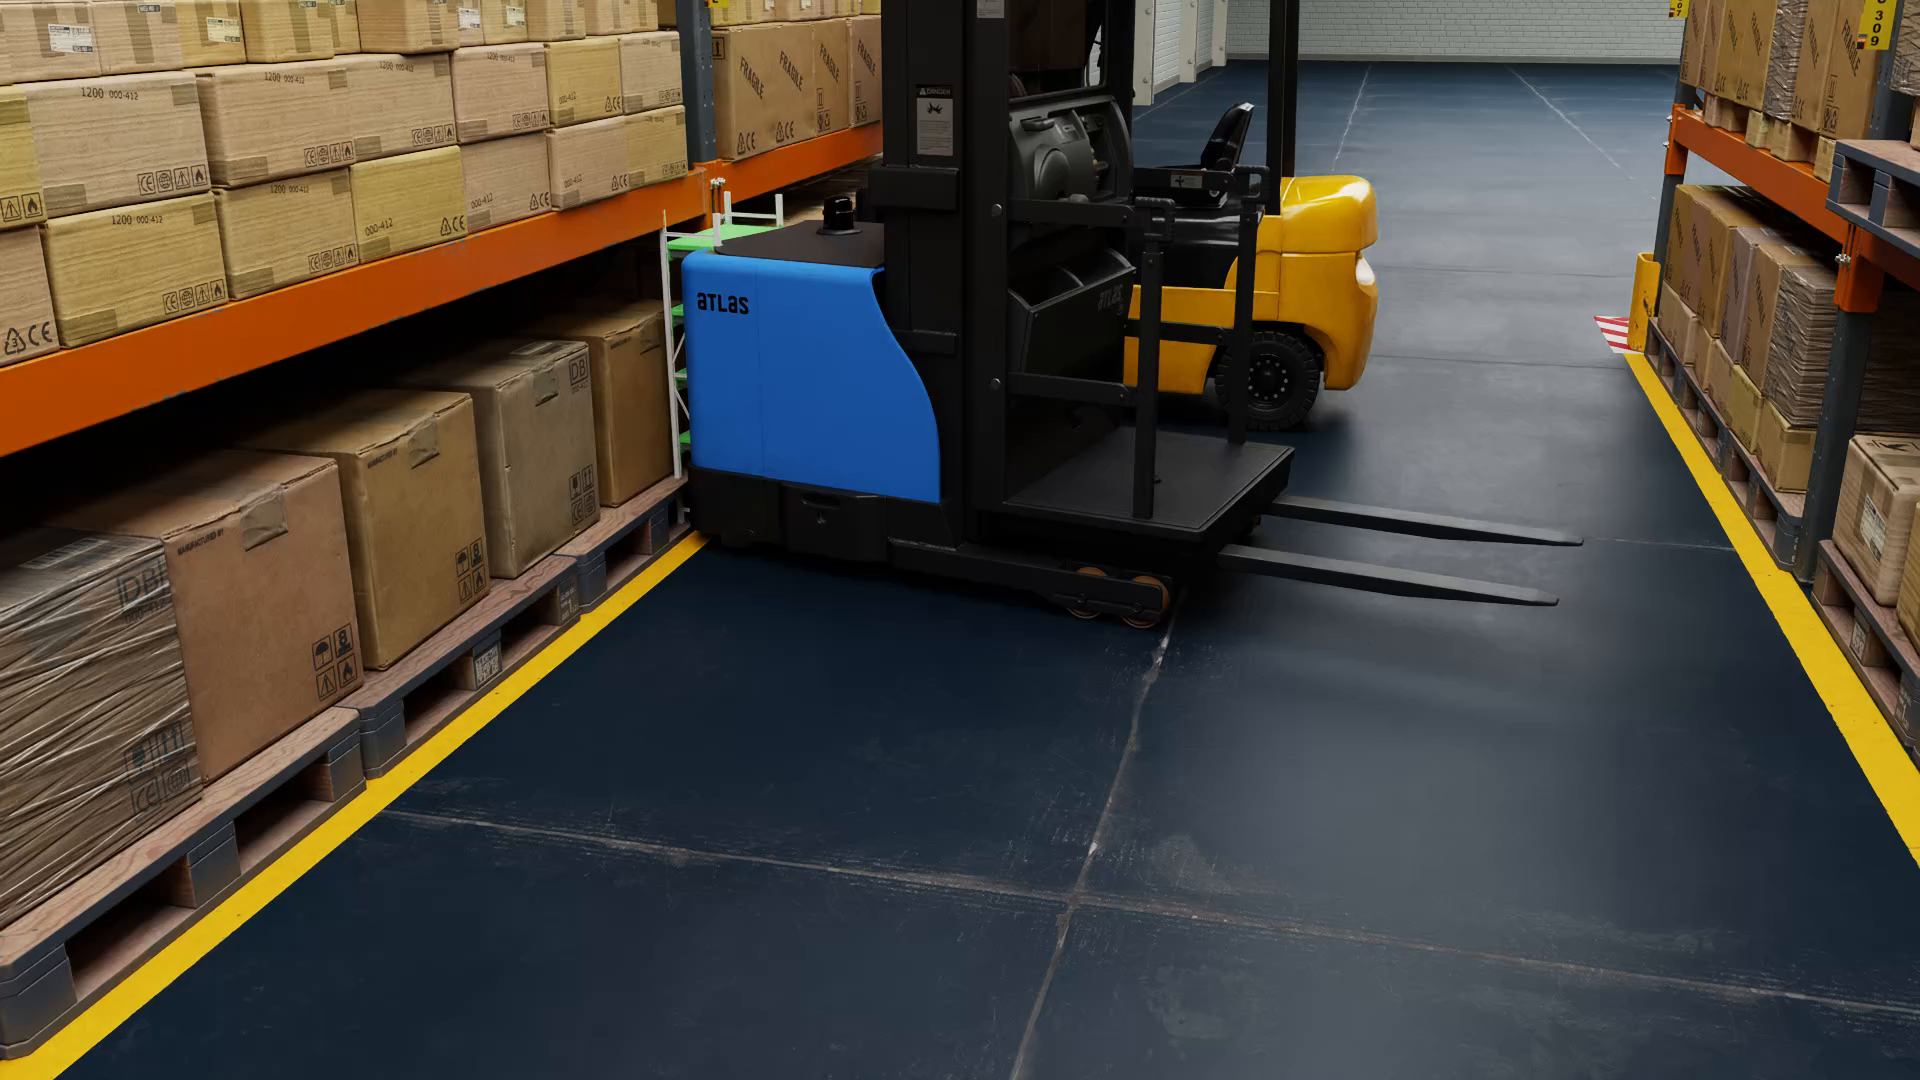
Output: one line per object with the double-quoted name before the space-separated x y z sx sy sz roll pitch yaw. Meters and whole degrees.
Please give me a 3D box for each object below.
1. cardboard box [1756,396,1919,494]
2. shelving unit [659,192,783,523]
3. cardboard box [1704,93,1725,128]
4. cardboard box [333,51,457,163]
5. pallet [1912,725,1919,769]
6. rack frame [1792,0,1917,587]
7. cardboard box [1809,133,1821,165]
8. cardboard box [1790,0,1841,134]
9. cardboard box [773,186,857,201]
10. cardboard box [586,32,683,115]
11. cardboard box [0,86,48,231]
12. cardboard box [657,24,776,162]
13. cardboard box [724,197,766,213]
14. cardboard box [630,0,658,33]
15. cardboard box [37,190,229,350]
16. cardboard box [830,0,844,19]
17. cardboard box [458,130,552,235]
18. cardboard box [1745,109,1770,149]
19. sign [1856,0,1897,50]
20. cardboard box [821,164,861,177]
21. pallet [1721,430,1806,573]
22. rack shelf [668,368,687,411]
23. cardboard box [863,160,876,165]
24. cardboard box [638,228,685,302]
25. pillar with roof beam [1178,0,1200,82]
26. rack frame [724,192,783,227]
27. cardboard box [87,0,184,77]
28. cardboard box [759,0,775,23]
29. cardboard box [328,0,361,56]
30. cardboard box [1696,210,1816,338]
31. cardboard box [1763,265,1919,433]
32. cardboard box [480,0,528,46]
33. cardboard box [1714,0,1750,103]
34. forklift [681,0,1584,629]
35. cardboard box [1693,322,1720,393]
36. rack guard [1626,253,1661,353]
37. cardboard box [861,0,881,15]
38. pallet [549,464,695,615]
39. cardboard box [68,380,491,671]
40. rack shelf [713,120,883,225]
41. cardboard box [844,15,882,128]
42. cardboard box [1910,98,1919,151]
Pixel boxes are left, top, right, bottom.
"cardboard box" 3.276 -0.347 6.166 0.500 0.250 0.500 6 20 16
"shelving unit" -0.867 -0.668 6.272 0.258 1.200 0.503 7 21 19
"cardboard box" 3.788 -2.054 7.950 0.380 0.149 0.250 5 19 14
"cardboard box" -1.685 -1.147 4.362 0.500 0.250 0.500 5 19 14
"pallet" 2.907 0.705 3.797 1.003 0.211 1.213 5 19 13
"rack frame" 3.392 -1.242 5.184 1.000 3.000 0.127 5 19 13
"cardboard box" 3.443 -1.480 6.267 0.380 0.149 0.250 4 19 13
"cardboard box" 3.379 -1.751 6.059 0.500 0.500 0.500 5 20 15
"cardboard box" -0.619 -1.611 8.321 0.500 0.250 0.500 4 19 12
"cardboard box" -1.294 -1.625 5.762 0.500 0.250 0.500 4 19 12
"cardboard box" -2.030 -0.663 2.946 0.500 0.250 0.500 5 19 13
"cardboard box" -1.060 -1.799 6.659 0.500 0.500 0.500 4 19 12
"cardboard box" -1.243 -1.491 7.969 0.500 0.250 0.500 5 19 14
"cardboard box" -1.290 -1.863 5.843 0.380 0.149 0.250 5 20 15
"cardboard box" -1.926 -0.586 3.493 0.500 0.250 0.500 4 19 12
"cardboard box" -0.748 -2.466 7.607 0.380 0.149 0.250 4 19 12
"cardboard box" -1.560 -1.072 4.919 0.500 0.250 0.500 5 19 14
"cardboard box" 3.539 -1.728 6.996 0.380 0.149 0.250 5 19 14
"sign" 2.864 -1.693 5.163 0.100 0.325 0.005 5 19 13
"cardboard box" -0.864 -1.965 9.358 0.500 0.250 0.500 5 19 13
"pallet" 3.522 -0.136 6.260 1.003 0.211 1.213 5 19 13
"rack shelf" -0.867 -0.608 6.294 0.258 0.148 0.480 7 21 19
"cardboard box" -0.255 -2.089 9.720 0.500 0.250 0.500 5 20 15
"cardboard box" -0.999 -1.131 6.915 0.500 0.250 0.500 4 19 13
"pillar with roof beam" 8.550 -12.761 29.627 9.100 9.000 0.400 5 19 13
"rack frame" -0.781 -0.746 6.487 0.240 1.200 0.015 7 21 19
"cardboard box" -1.882 -1.060 3.491 0.380 0.149 0.250 5 19 14
"cardboard box" -0.991 -2.232 6.923 0.380 0.149 0.250 5 19 13
"cardboard box" -1.761 -1.305 4.209 0.380 0.149 0.250 5 19 13
"cardboard box" 3.645 -1.189 7.473 0.500 0.500 0.500 5 19 14
"cardboard box" 3.277 -0.701 6.045 0.500 0.500 0.500 4 19 13
"cardboard box" -1.507 -1.538 4.892 0.380 0.149 0.250 4 19 12
"cardboard box" 3.738 -2.235 7.476 0.500 0.500 0.500 4 19 12
"forklift" 0.561 -1.298 5.452 3.031 2.935 1.130 9 21 25
"cardboard box" 3.651 -0.831 7.585 0.500 0.250 0.500 6 20 17
"rack guard" 4.351 -1.289 9.189 1.175 0.500 0.348 5 19 13
"cardboard box" -0.547 -2.706 8.312 0.380 0.149 0.250 5 19 14
"pallet" -1.564 -0.080 6.094 1.003 0.211 1.213 5 19 13
"cardboard box" -1.917 -0.065 4.763 0.875 0.625 0.625 4 19 11
"rack shelf" -0.933 -1.920 8.280 1.077 0.370 4.000 5 19 13
"cardboard box" -0.683 -2.278 8.063 0.500 0.500 0.500 5 19 14
"cardboard box" 2.951 -1.174 4.723 0.380 0.149 0.250 5 19 14
